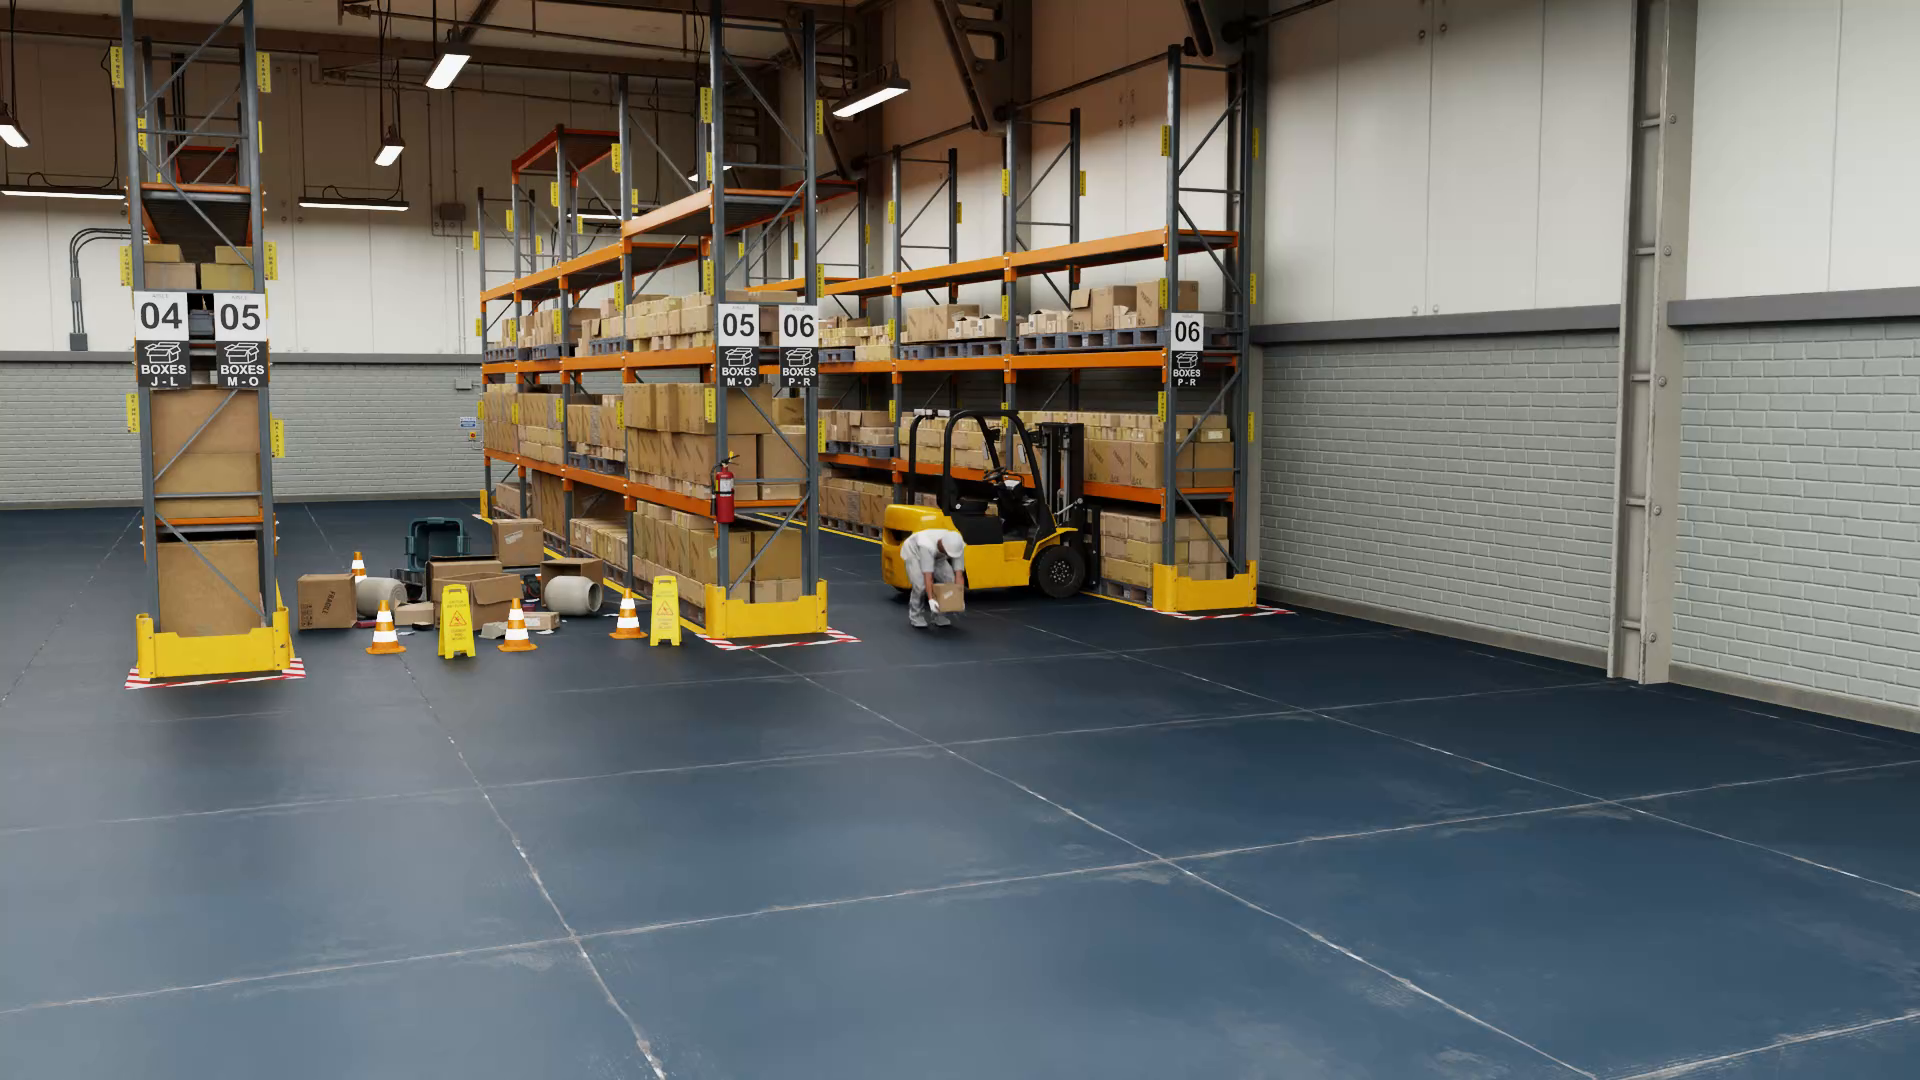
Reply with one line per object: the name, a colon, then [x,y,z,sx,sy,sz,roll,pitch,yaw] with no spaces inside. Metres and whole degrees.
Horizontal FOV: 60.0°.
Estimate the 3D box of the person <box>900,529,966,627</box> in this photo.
person: [-0.238,0.379,16.708,0.533,1.007,0.964,-3,6,-26]
